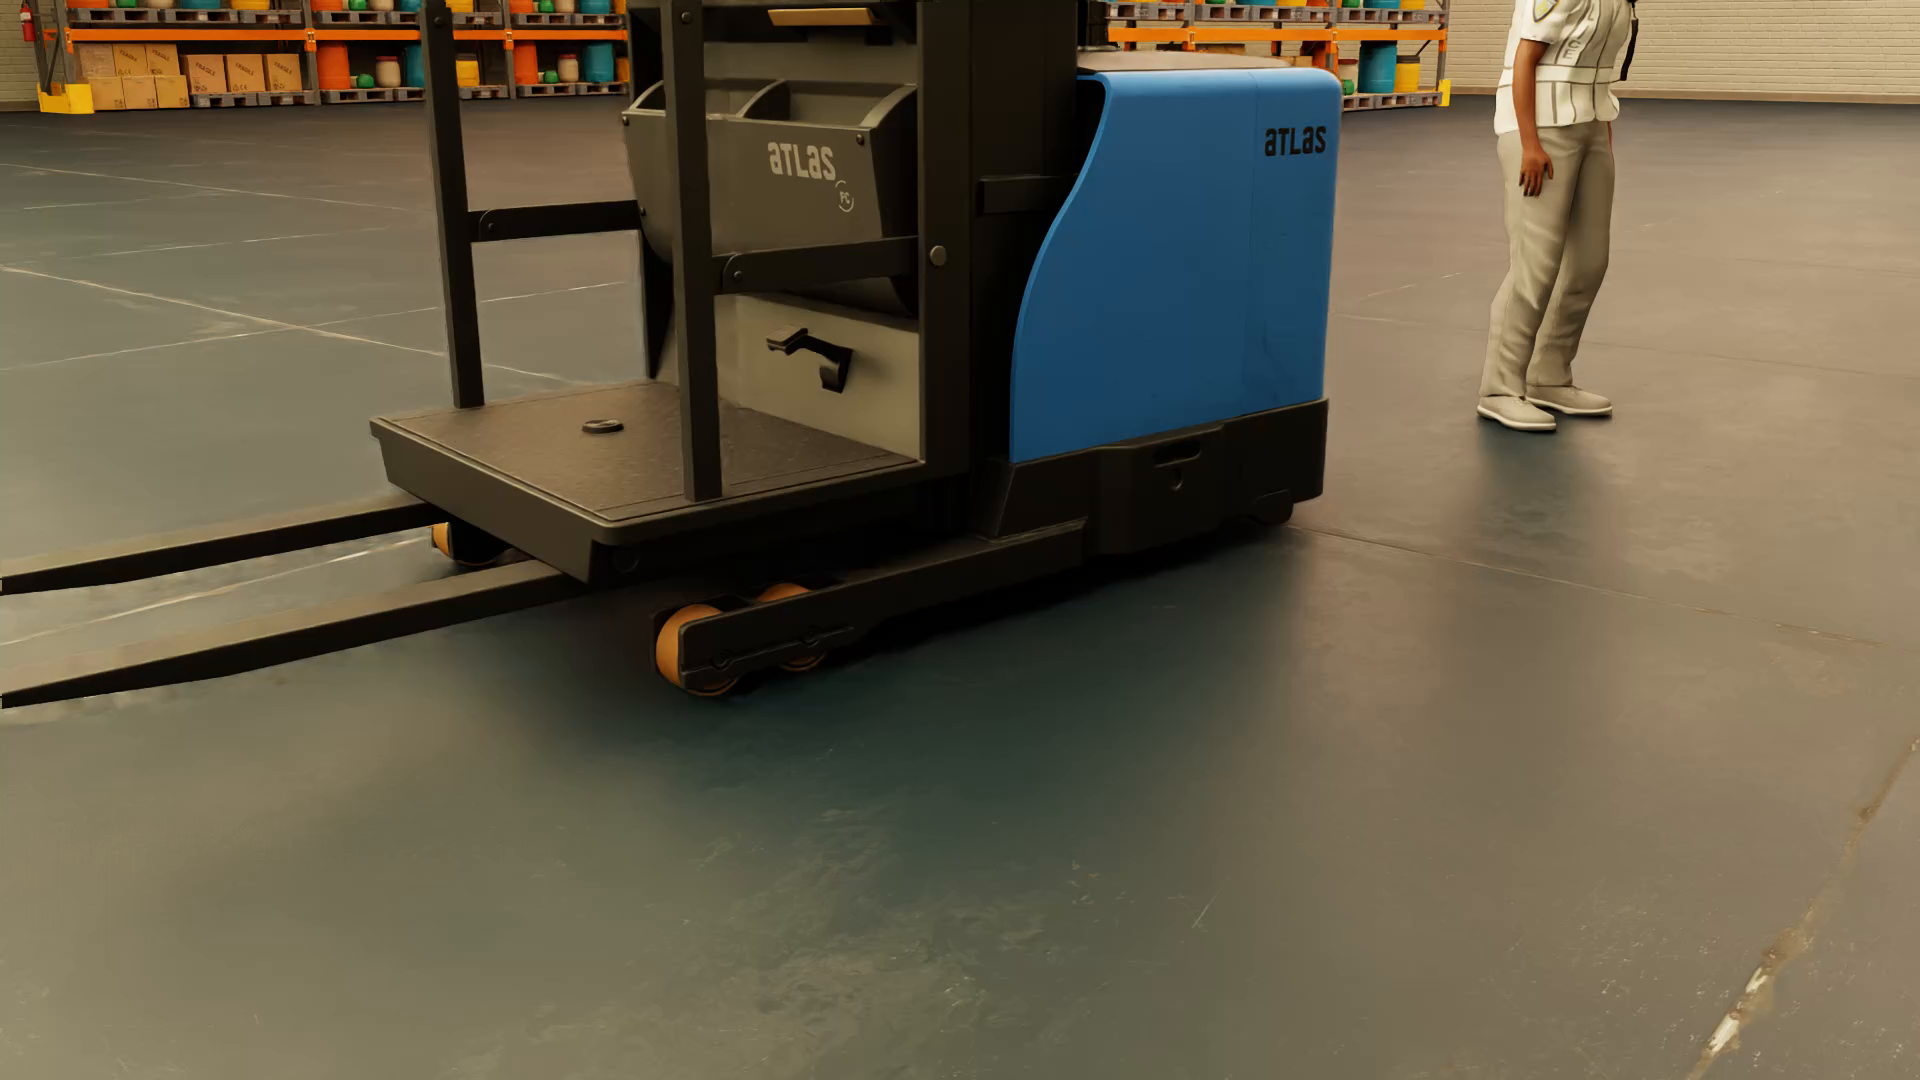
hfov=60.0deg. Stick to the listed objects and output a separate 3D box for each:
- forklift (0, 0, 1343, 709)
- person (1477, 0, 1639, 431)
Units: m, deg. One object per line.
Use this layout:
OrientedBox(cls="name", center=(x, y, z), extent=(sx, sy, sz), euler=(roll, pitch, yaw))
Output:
OrientedBox(cls="forklift", center=(-0.565, -1.291, 3.147), extent=(3.031, 2.935, 1.130), euler=(-13, 21, -38))
OrientedBox(cls="person", center=(1.825, -1.189, 5.012), extent=(0.517, 1.655, 0.397), euler=(-14, 22, -38))
